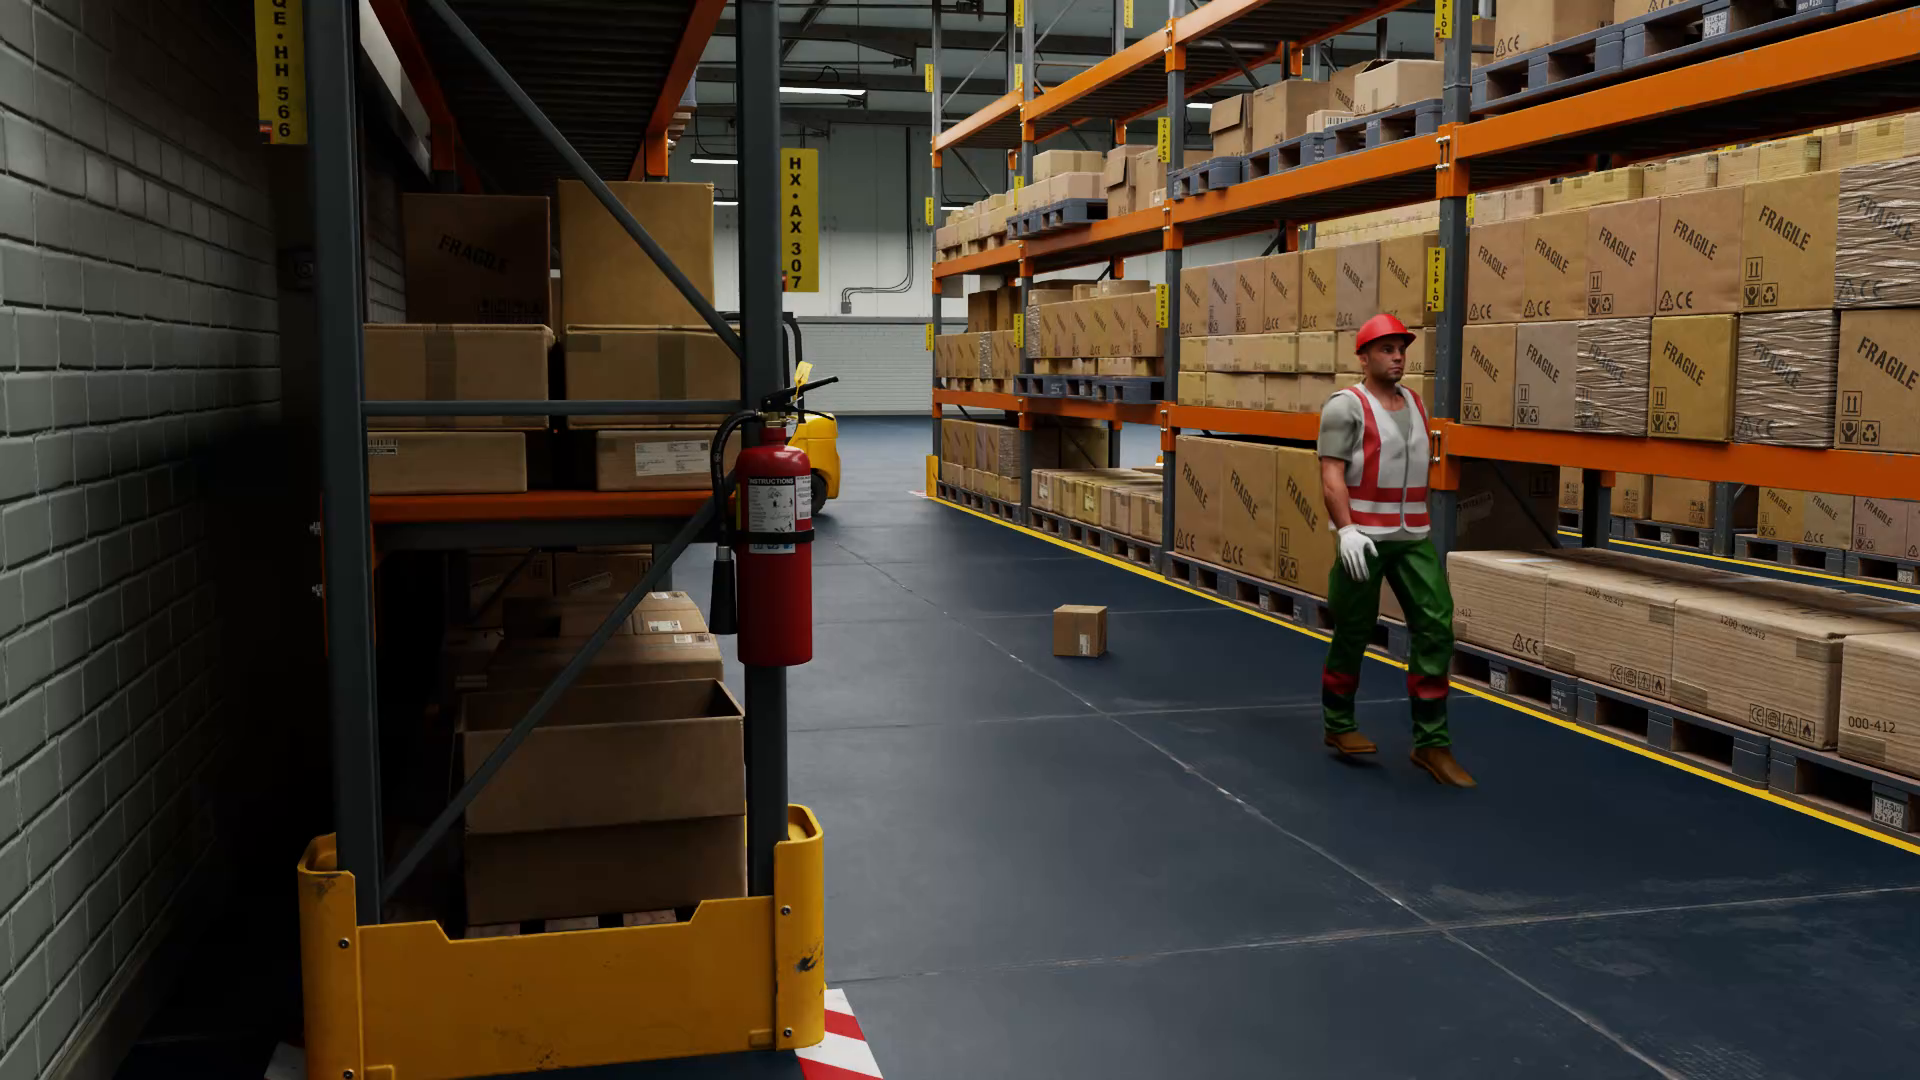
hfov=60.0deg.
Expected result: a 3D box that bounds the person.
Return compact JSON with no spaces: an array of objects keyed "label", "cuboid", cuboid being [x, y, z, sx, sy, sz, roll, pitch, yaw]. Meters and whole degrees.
[{"label":"person","cuboid":[1.691,0.035,6.509,0.591,1.833,0.704,-2,7,-22]}]
